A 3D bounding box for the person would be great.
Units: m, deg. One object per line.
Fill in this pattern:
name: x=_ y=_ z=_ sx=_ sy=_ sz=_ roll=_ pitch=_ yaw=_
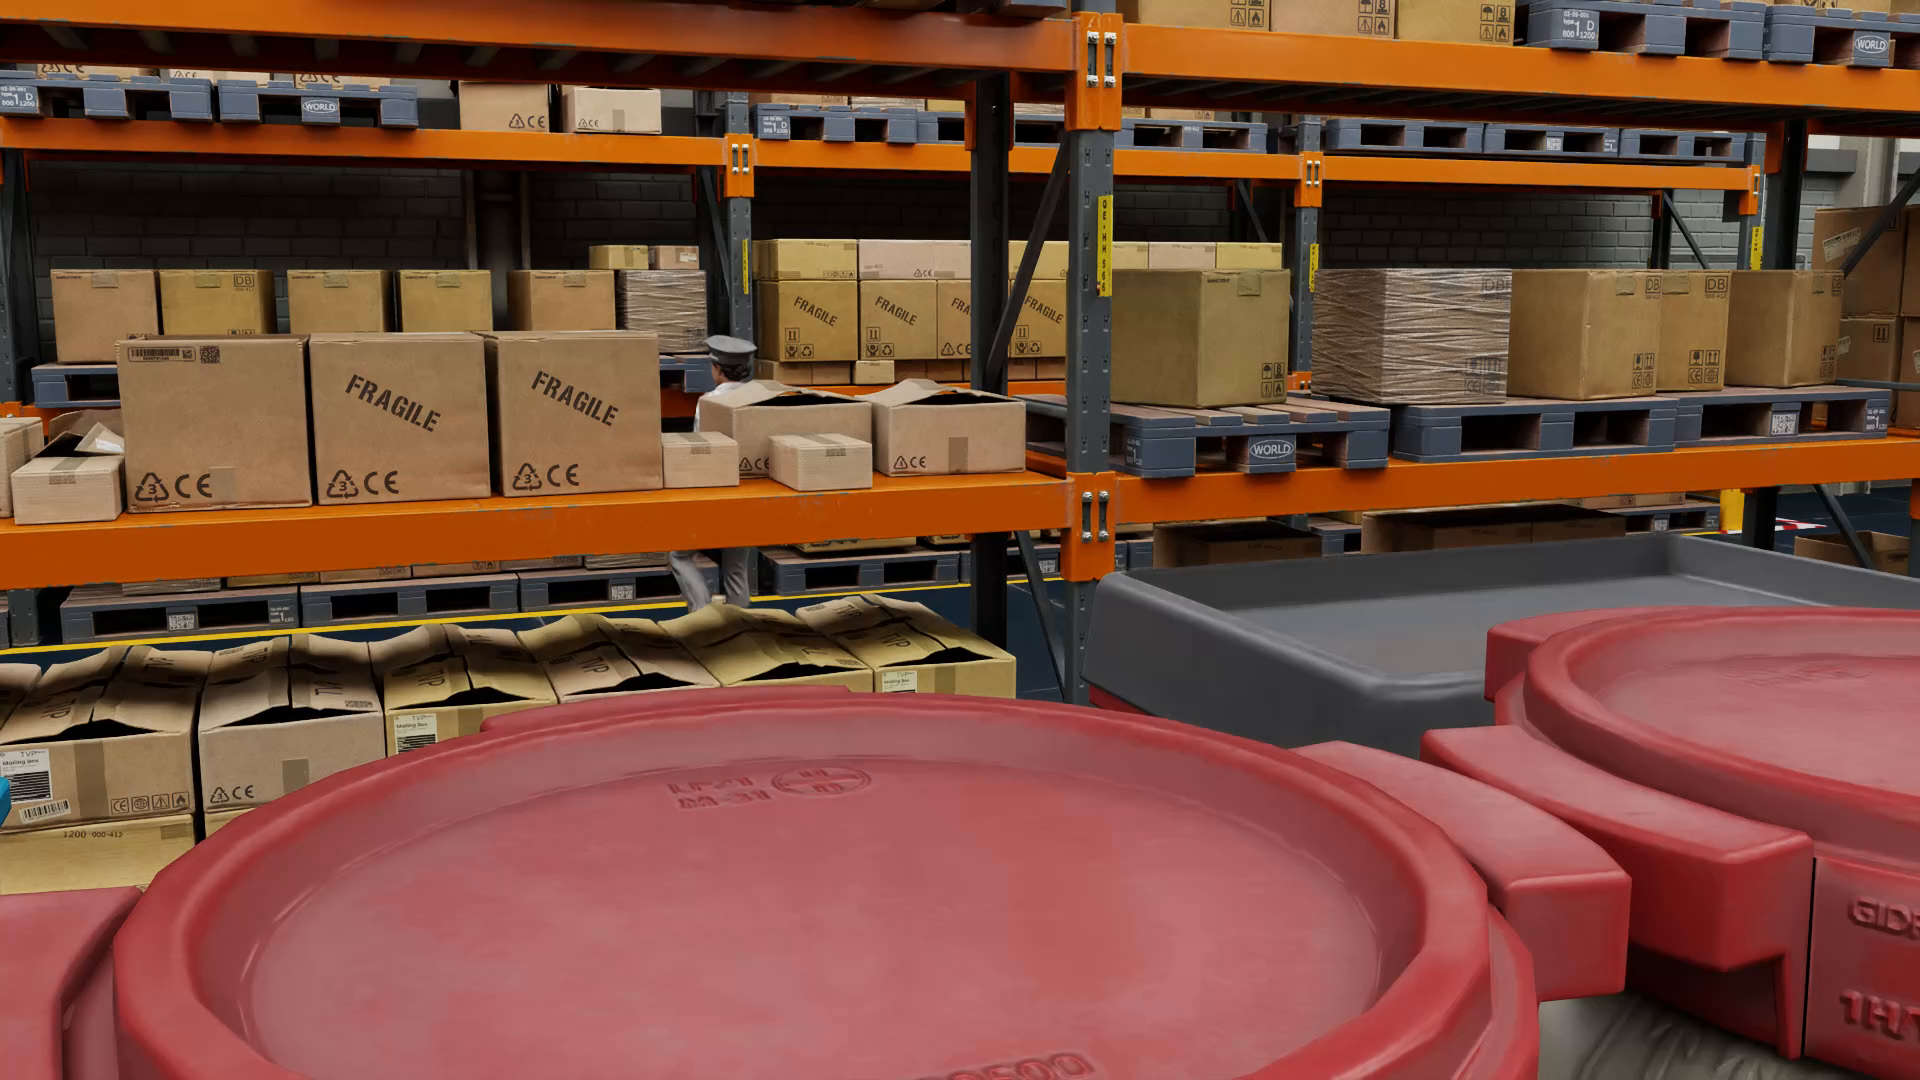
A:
person: x=-1.217 y=-0.197 z=8.456 sx=0.543 sy=1.681 sz=0.417 roll=-8 pitch=12 yaw=-40
